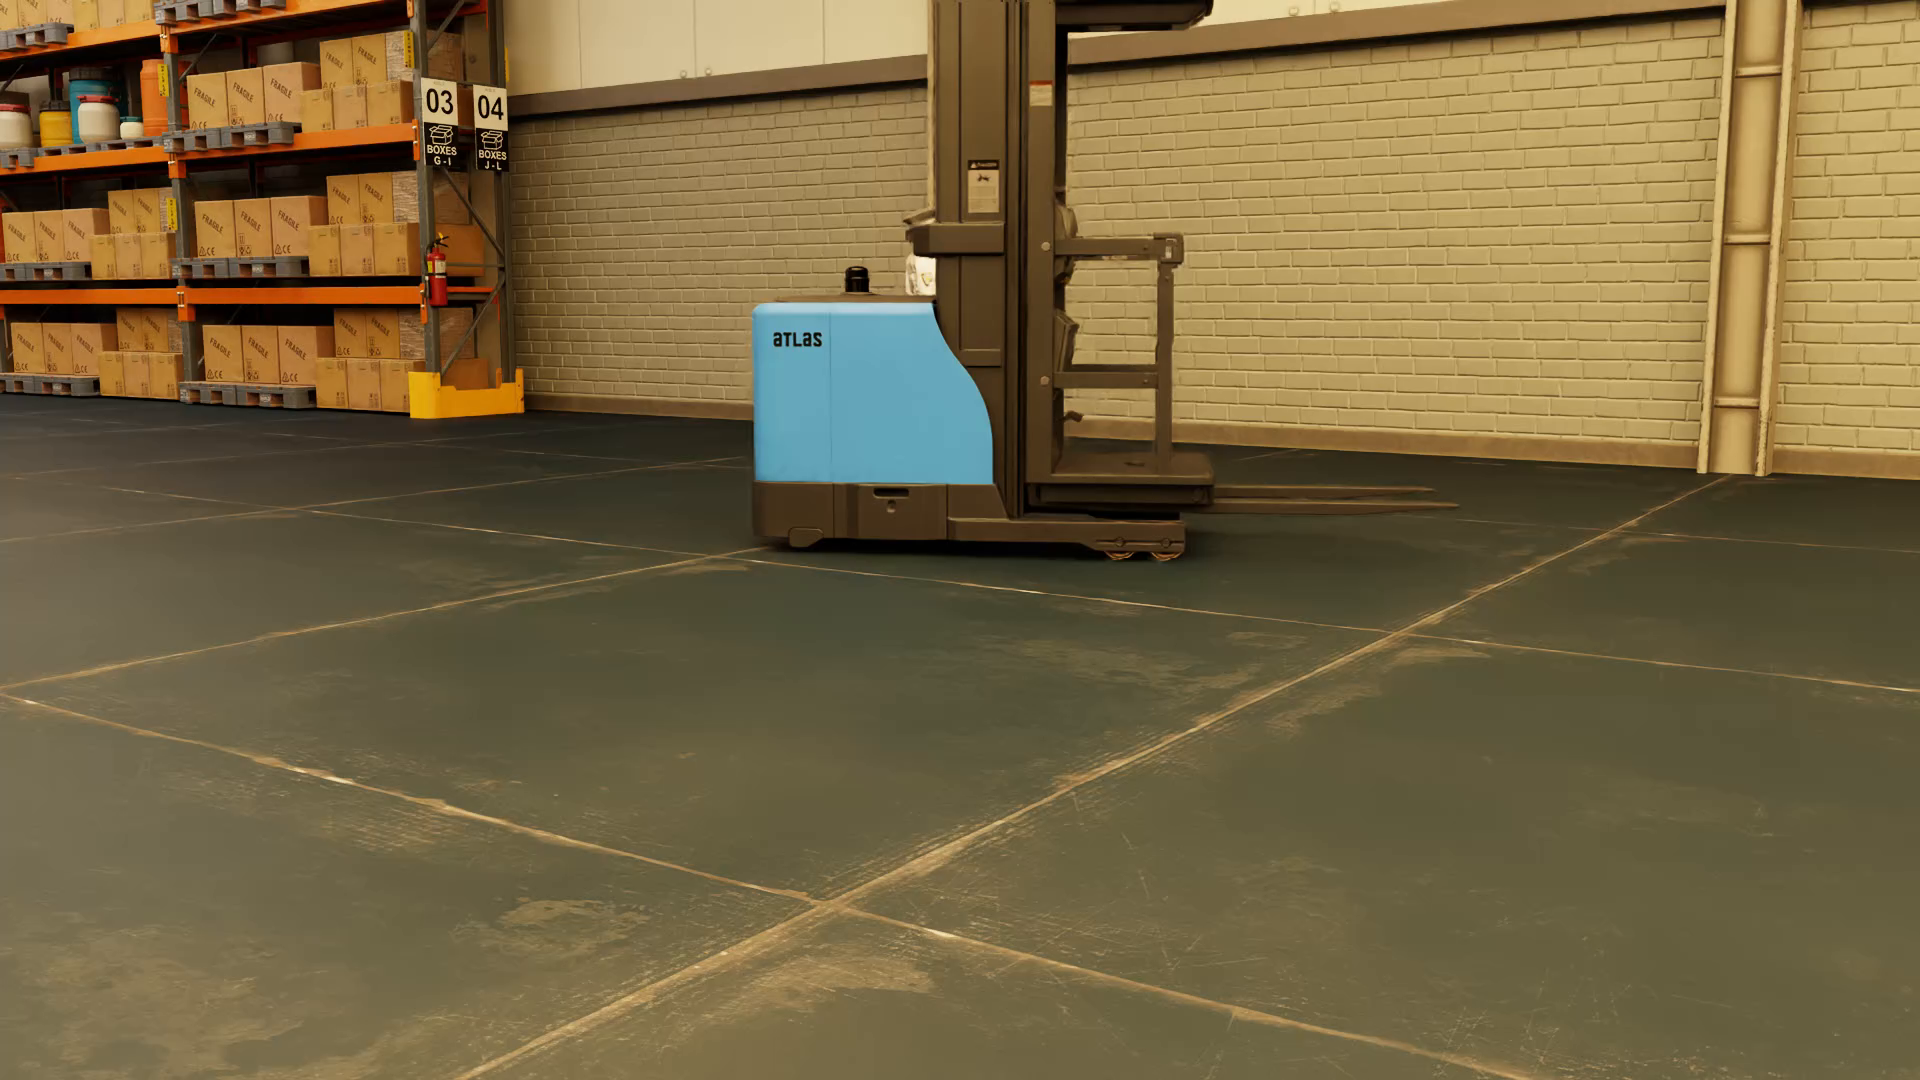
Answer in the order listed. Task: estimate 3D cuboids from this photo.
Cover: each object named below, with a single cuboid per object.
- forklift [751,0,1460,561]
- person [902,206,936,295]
[{"bbox_3d":[0.644,-1.443,7.341,3.031,2.935,1.130,1,8,6],"label":"forklift"},{"bbox_3d":[-0.196,-1.278,10.606,0.339,1.692,0.463,-2,8,-13],"label":"person"}]
